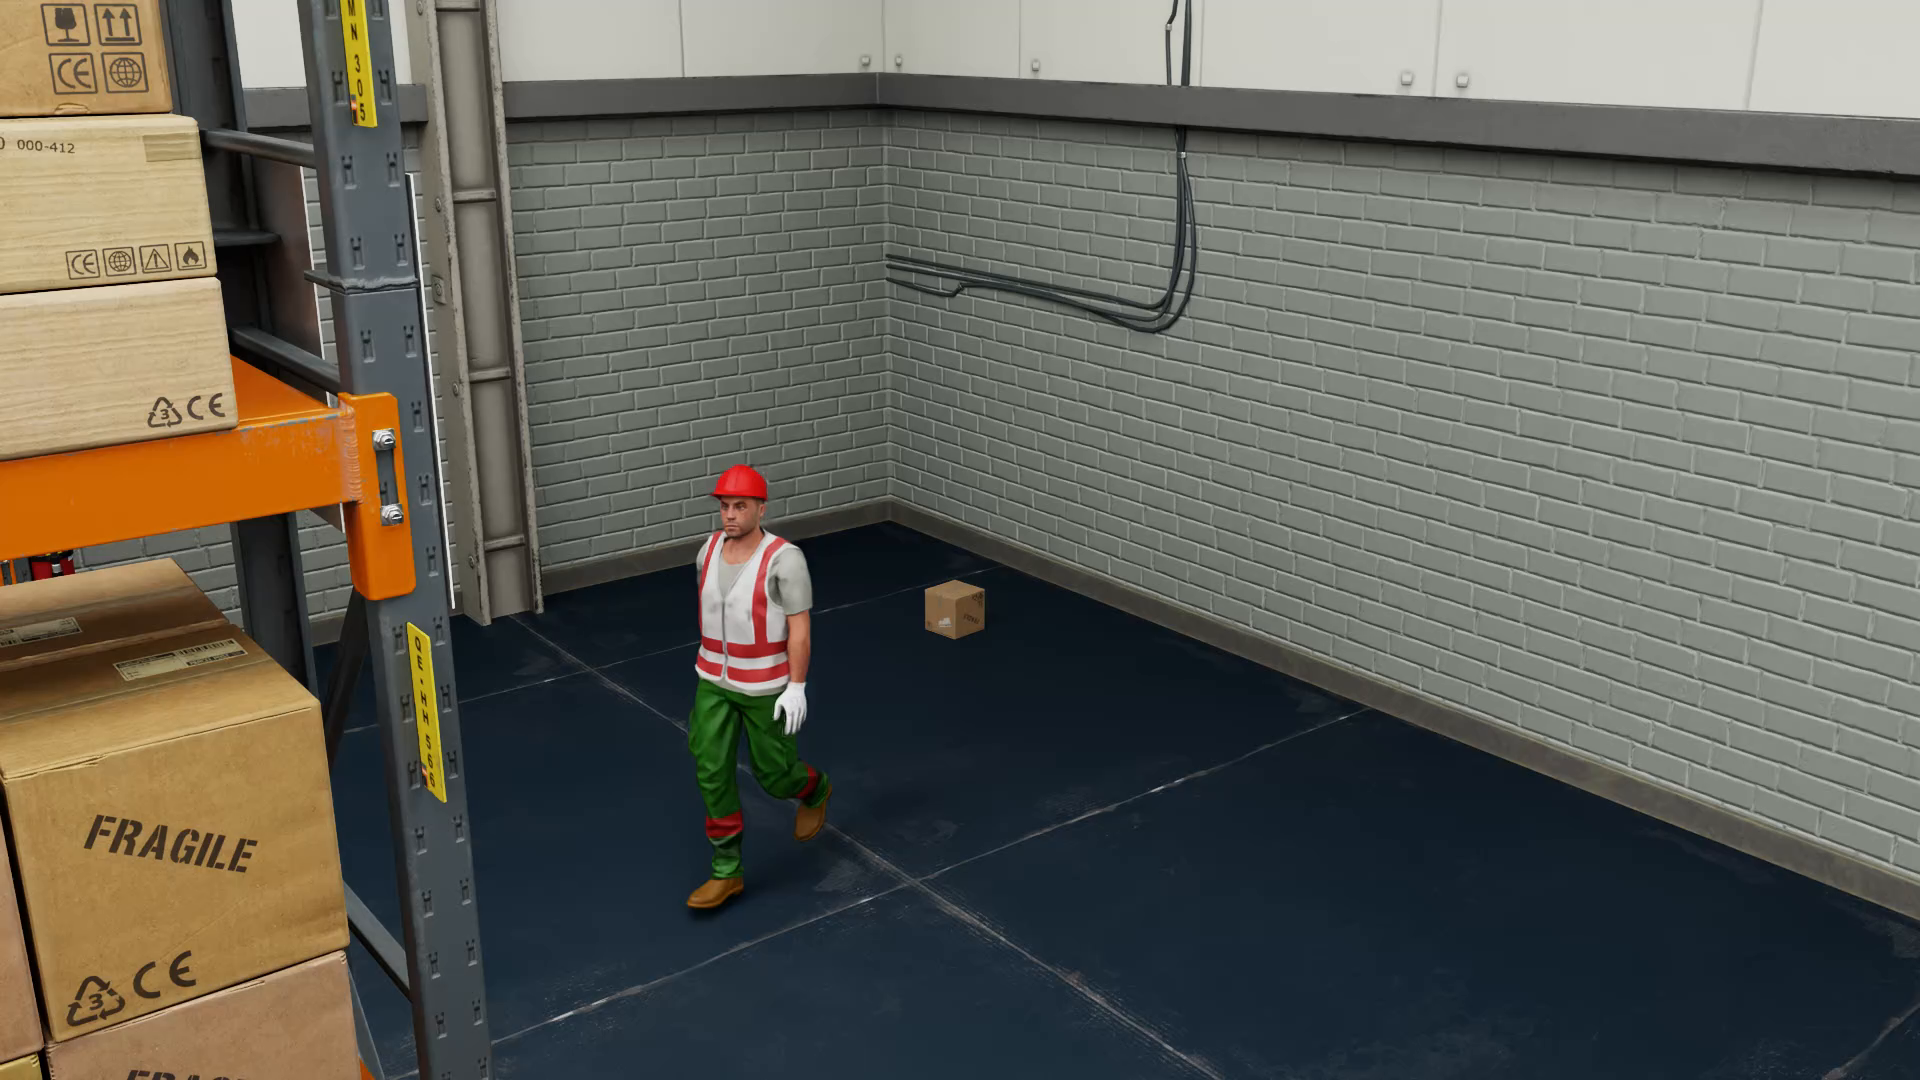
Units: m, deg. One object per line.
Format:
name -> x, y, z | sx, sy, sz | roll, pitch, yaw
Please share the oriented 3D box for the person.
person -> -0.831, 0.558, 6.711 | 0.555, 1.766, 0.842 | 8, 19, 24
